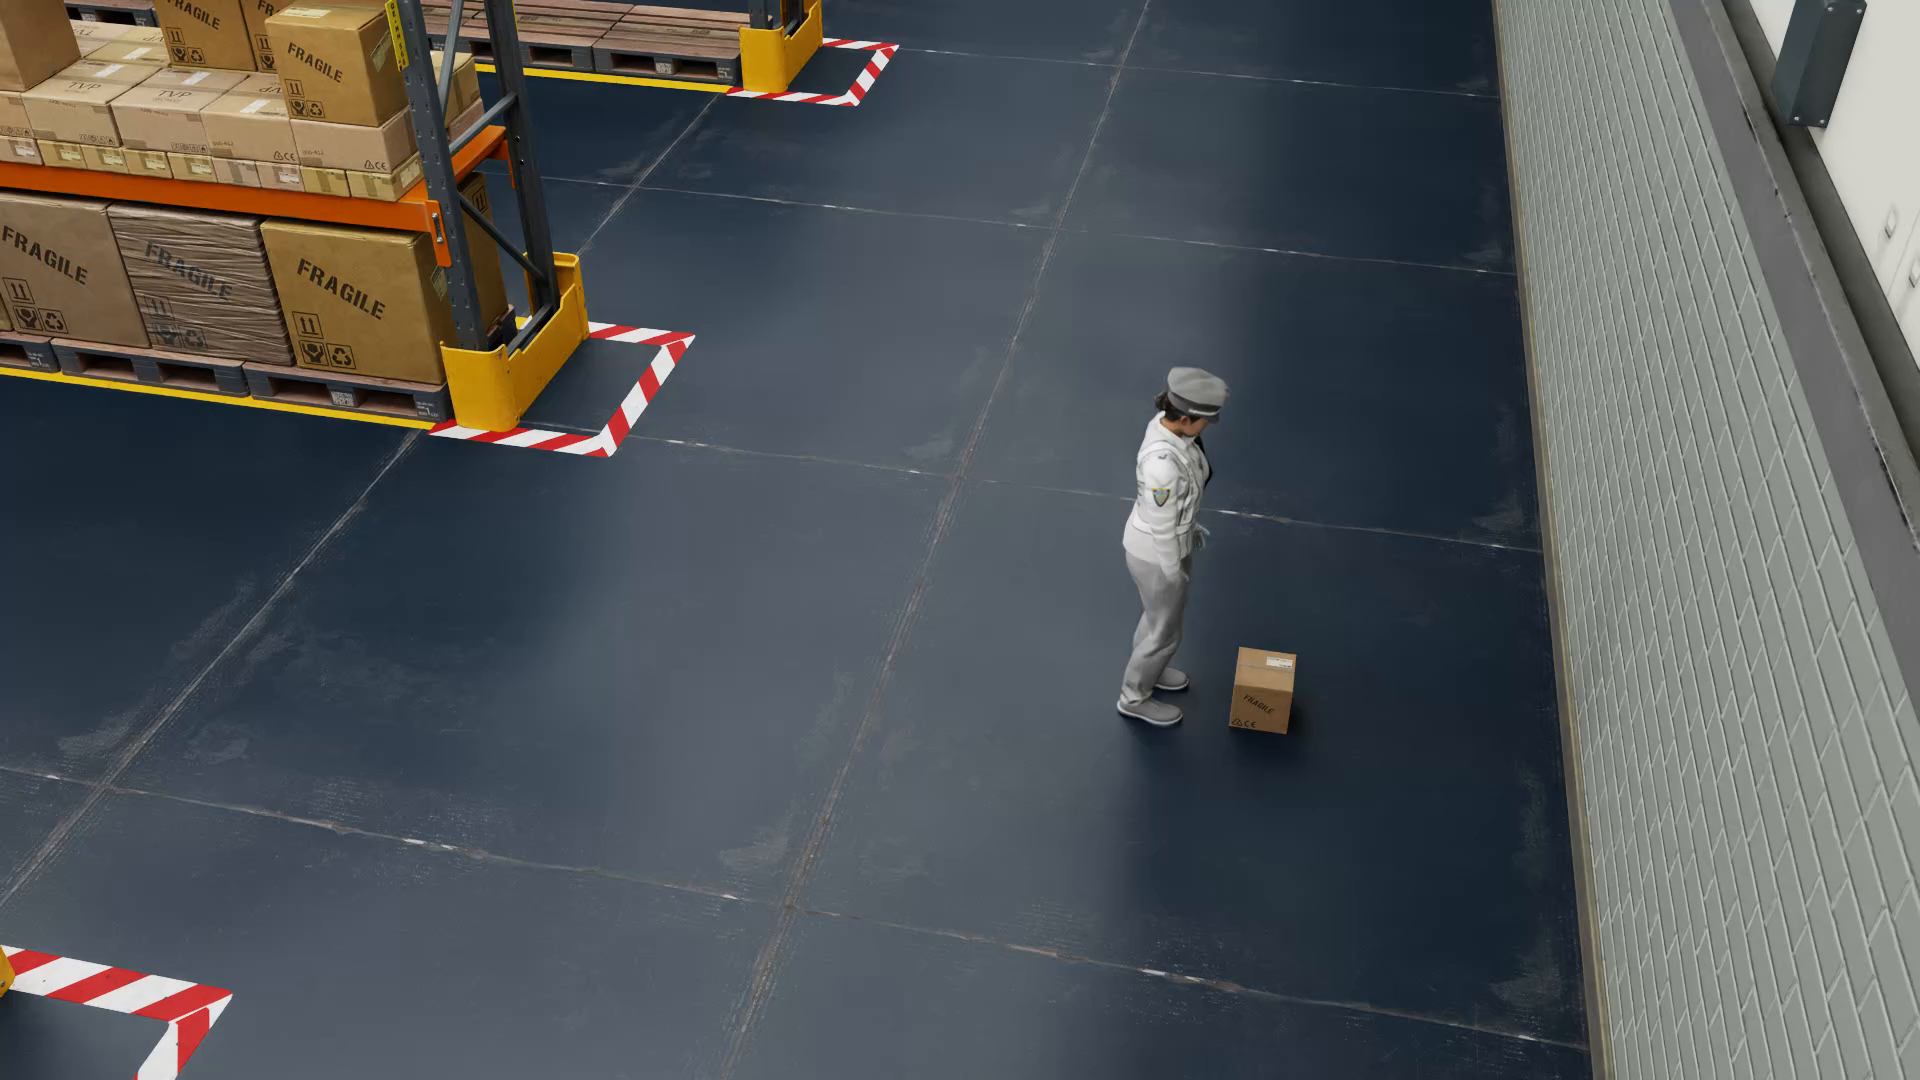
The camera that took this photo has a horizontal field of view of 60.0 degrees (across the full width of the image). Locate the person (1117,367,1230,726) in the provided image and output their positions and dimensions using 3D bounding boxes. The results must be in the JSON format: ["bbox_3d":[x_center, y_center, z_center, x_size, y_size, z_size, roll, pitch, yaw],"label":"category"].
[{"bbox_3d":[0.867,0.026,6.946,0.366,1.654,0.482,8,38,11],"label":"person"}]
